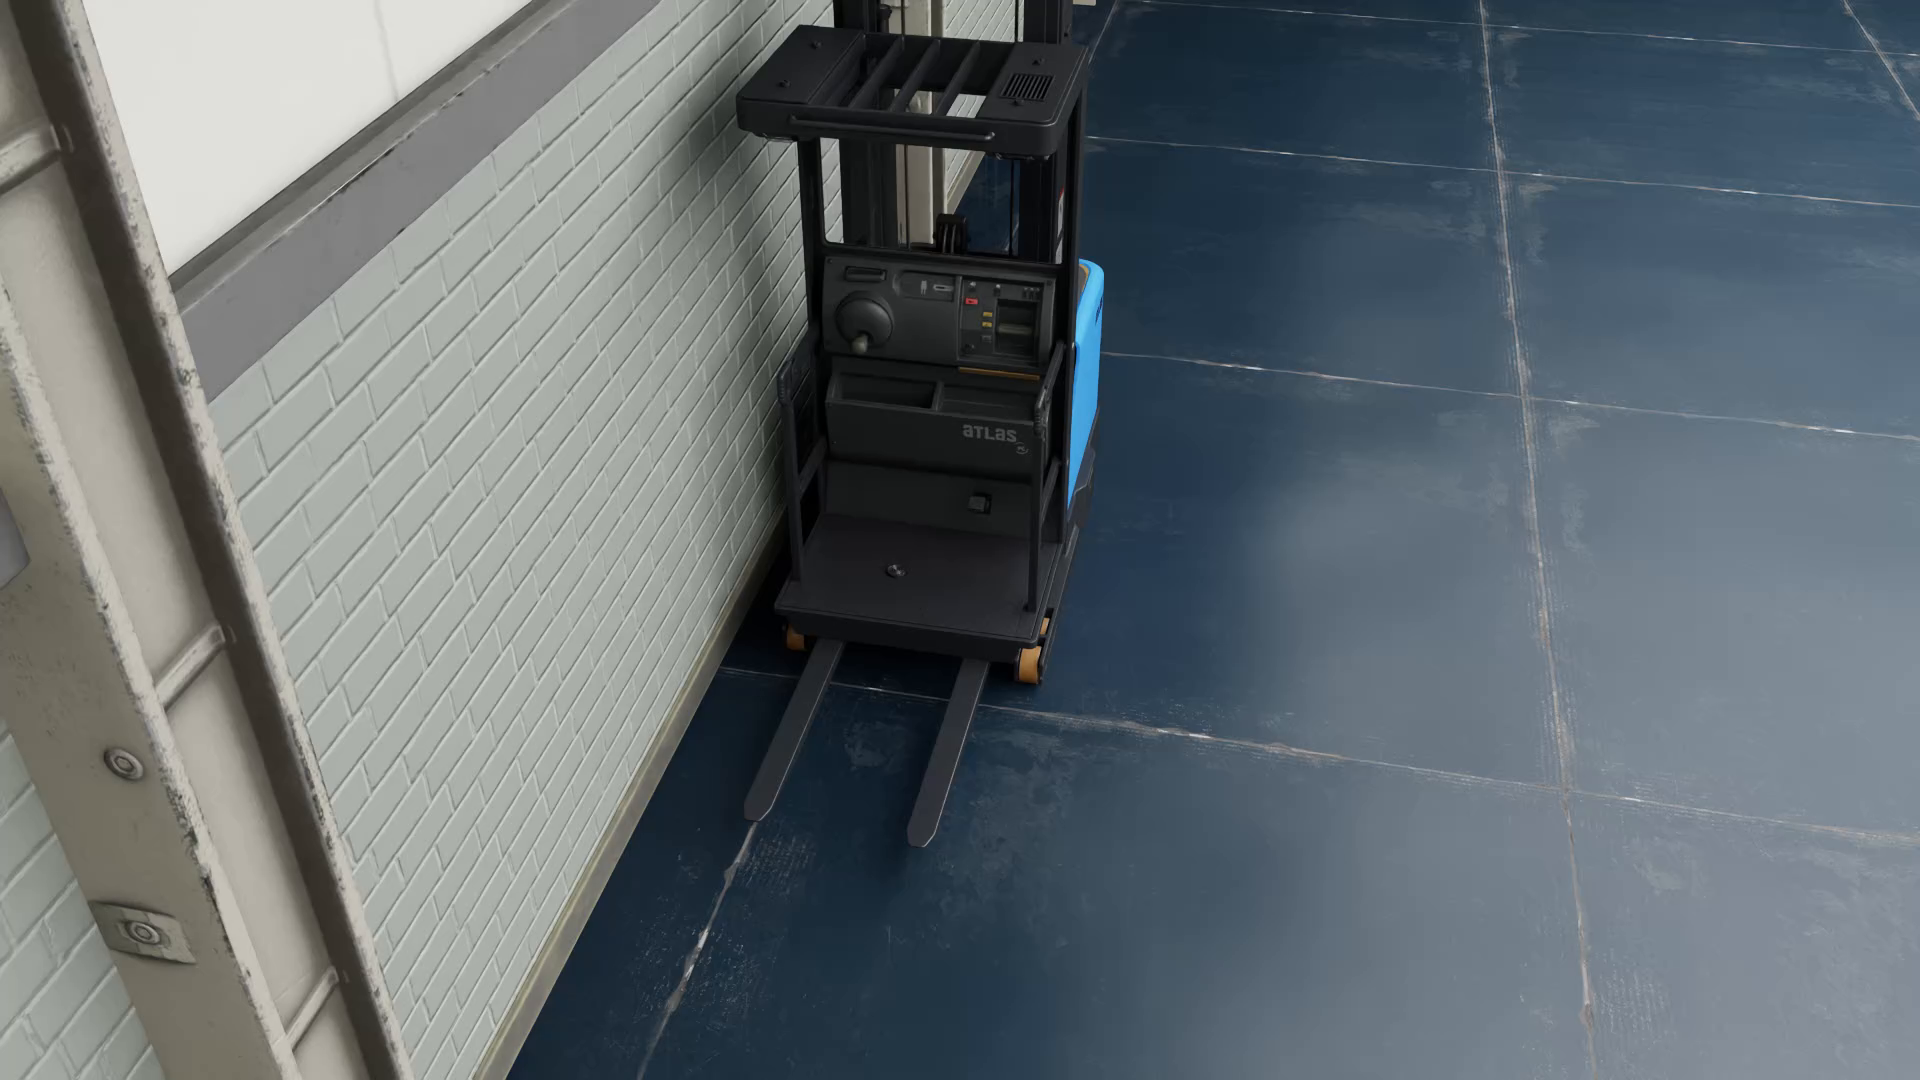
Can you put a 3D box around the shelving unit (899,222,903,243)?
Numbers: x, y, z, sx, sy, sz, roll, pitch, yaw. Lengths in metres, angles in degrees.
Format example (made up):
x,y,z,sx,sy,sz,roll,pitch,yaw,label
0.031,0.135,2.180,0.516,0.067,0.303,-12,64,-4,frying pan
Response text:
x,y,z,sx,sy,sz,roll,pitch,yaw,label
-0.165,-1.067,8.327,0.252,1.050,0.215,0,36,1,shelving unit

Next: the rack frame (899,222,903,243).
x,y,z,sx,sy,sz,roll,pitch,yaw,label
-0.287,-1.068,8.329,0.008,1.050,0.200,0,36,1,rack frame

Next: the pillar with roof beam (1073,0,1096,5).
x,y,z,sx,sy,sz,roll,pitch,yaw,label
5.225,-7.714,10.726,9.100,9.000,0.400,7,37,10,pillar with roof beam

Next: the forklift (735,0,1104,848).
x,y,z,sx,sy,sz,roll,pitch,yaw,label
-0.132,-0.830,6.397,1.130,2.935,3.031,7,37,10,forklift

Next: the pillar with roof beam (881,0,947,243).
x,y,z,sx,sy,sz,roll,pitch,yaw,label
3.944,-4.275,5.980,9.100,9.000,0.400,7,37,10,pillar with roof beam
